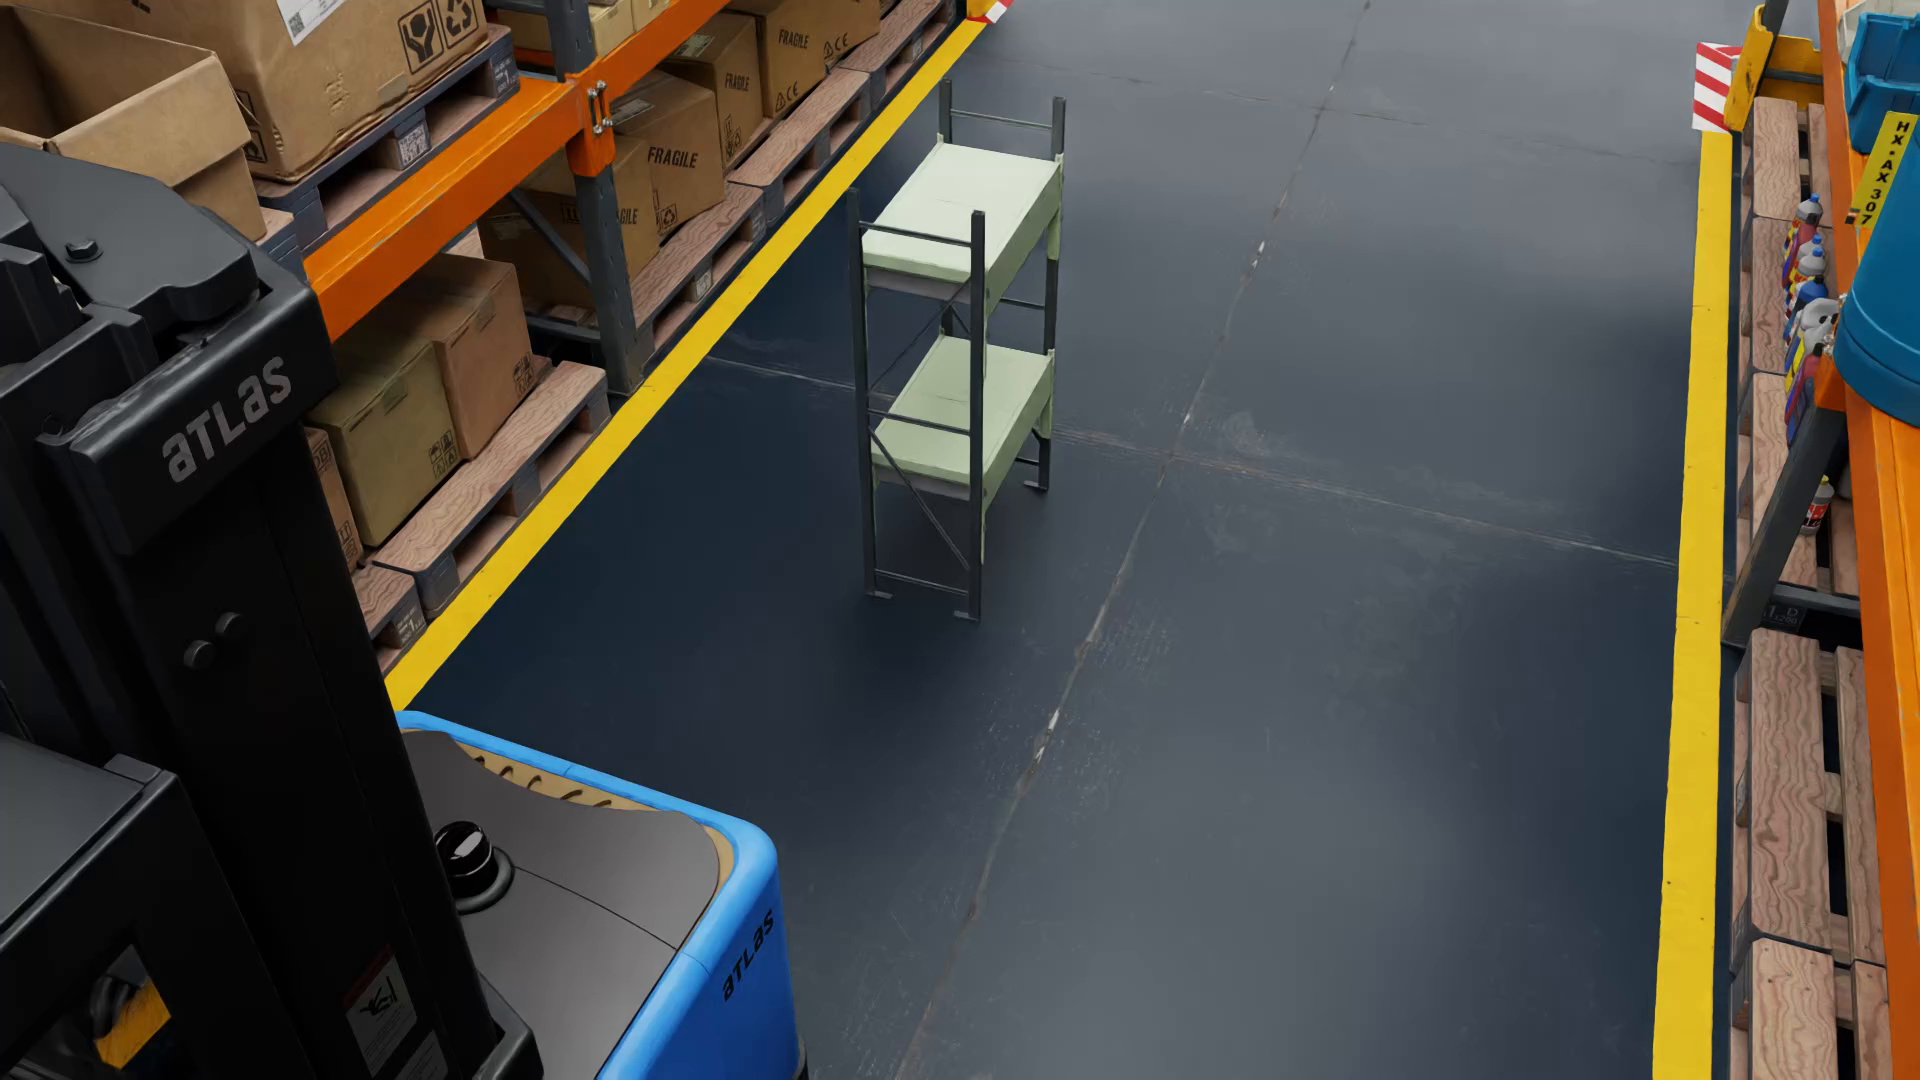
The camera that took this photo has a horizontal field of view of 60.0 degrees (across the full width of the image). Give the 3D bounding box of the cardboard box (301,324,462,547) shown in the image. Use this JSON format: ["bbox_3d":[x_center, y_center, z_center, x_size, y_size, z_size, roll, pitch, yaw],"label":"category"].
[{"bbox_3d":[-2.127,-0.390,5.483,0.700,0.500,0.500,13,42,15],"label":"cardboard box"}]

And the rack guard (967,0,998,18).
[{"bbox_3d":[-0.374,-3.272,9.200,1.175,0.500,0.348,13,42,15],"label":"rack guard"}]

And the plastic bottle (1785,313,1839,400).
[{"bbox_3d":[3.064,-0.661,5.915,0.144,0.351,0.185,13,42,15],"label":"plastic bottle"}]

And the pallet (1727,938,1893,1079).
[{"bbox_3d":[2.291,1.565,3.753,1.003,0.211,1.213,13,42,15],"label":"pallet"}]

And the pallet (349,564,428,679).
[{"bbox_3d":[-2.397,0.453,5.056,1.003,0.211,1.213,13,42,15],"label":"pallet"}]

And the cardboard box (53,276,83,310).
[{"bbox_3d":[-2.295,-0.464,3.775,0.500,0.250,0.500,12,42,14],"label":"cardboard box"}]

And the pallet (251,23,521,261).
[{"bbox_3d":[-2.114,-1.323,5.137,1.003,0.211,1.213,13,42,15],"label":"pallet"}]

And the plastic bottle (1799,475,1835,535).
[{"bbox_3d":[2.769,-0.124,5.401,0.097,0.201,0.097,0,40,0],"label":"plastic bottle"}]

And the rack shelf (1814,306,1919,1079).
[{"bbox_3d":[2.254,0.763,3.099,1.077,0.370,4.000,13,42,15],"label":"rack shelf"}]

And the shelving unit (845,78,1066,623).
[{"bbox_3d":[0.002,-0.575,5.268,0.431,1.500,0.755,13,42,15],"label":"shelving unit"}]

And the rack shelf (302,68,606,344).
[{"bbox_3d":[-2.400,-0.336,4.387,1.077,0.370,4.000,13,42,15],"label":"rack shelf"}]

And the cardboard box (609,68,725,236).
[{"bbox_3d":[-1.353,-1.625,6.945,0.500,0.500,0.500,27,47,28],"label":"cardboard box"}]

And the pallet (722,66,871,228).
[{"bbox_3d":[-1.104,-1.933,7.853,1.003,0.211,1.213,13,42,15],"label":"pallet"}]

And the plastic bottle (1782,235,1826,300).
[{"bbox_3d":[3.276,-1.054,6.437,0.097,0.271,0.097,0,40,0],"label":"plastic bottle"}]

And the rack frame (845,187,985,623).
[{"bbox_3d":[-0.123,-0.351,5.006,0.400,1.500,0.023,13,42,15],"label":"rack frame"}]

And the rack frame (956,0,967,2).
[{"bbox_3d":[-0.348,-4.269,8.443,1.000,3.000,0.127,13,42,15],"label":"rack frame"}]

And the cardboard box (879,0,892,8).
[{"bbox_3d":[-0.578,-3.101,8.676,0.500,0.500,0.500,21,45,23],"label":"cardboard box"}]

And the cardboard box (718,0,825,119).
[{"bbox_3d":[-0.982,-2.351,7.797,0.500,0.500,0.500,17,43,19],"label":"cardboard box"}]

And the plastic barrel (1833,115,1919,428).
[{"bbox_3d":[2.521,-0.753,3.935,0.600,0.901,0.708,13,42,15],"label":"plastic barrel"}]

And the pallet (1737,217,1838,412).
[{"bbox_3d":[3.623,-0.817,6.544,1.003,0.211,1.213,13,42,15],"label":"pallet"}]

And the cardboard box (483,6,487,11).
[{"bbox_3d":[-1.919,-1.930,5.895,0.380,0.149,0.250,13,42,15],"label":"cardboard box"}]

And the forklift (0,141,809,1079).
[{"bbox_3d":[-1.390,1.062,2.247,1.130,2.935,3.031,15,43,17],"label":"forklift"}]

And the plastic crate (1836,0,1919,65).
[{"bbox_3d":[3.255,-1.677,5.607,0.530,0.136,0.437,13,42,15],"label":"plastic crate"}]

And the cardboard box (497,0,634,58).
[{"bbox_3d":[-1.360,-1.798,5.740,0.380,0.149,0.250,13,42,15],"label":"cardboard box"}]

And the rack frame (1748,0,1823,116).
[{"bbox_3d":[4.306,-3.170,7.155,1.000,3.000,0.127,13,42,15],"label":"rack frame"}]

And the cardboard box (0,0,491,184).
[{"bbox_3d":[-2.119,-1.764,4.721,1.000,1.000,1.000,14,42,15],"label":"cardboard box"}]

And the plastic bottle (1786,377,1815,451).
[{"bbox_3d":[2.953,-0.464,5.684,0.144,0.351,0.185,11,42,13],"label":"plastic bottle"}]

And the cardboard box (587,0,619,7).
[{"bbox_3d":[-1.504,-2.242,5.760,0.875,0.500,0.500,13,42,15],"label":"cardboard box"}]

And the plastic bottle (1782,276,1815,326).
[{"bbox_3d":[3.208,-0.906,6.318,0.097,0.201,0.097,0,40,0],"label":"plastic bottle"}]

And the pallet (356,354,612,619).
[{"bbox_3d":[-1.981,-0.294,5.932,1.003,0.211,1.213,13,42,15],"label":"pallet"}]

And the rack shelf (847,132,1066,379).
[{"bbox_3d":[0.002,-0.872,5.015,0.431,0.370,0.720,13,42,15],"label":"rack shelf"}]

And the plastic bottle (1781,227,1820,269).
[{"bbox_3d":[3.358,-1.173,6.631,0.097,0.201,0.097,0,40,0],"label":"plastic bottle"}]

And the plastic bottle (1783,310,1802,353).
[{"bbox_3d":[3.138,-0.780,6.171,0.097,0.201,0.097,0,40,0],"label":"plastic bottle"}]
